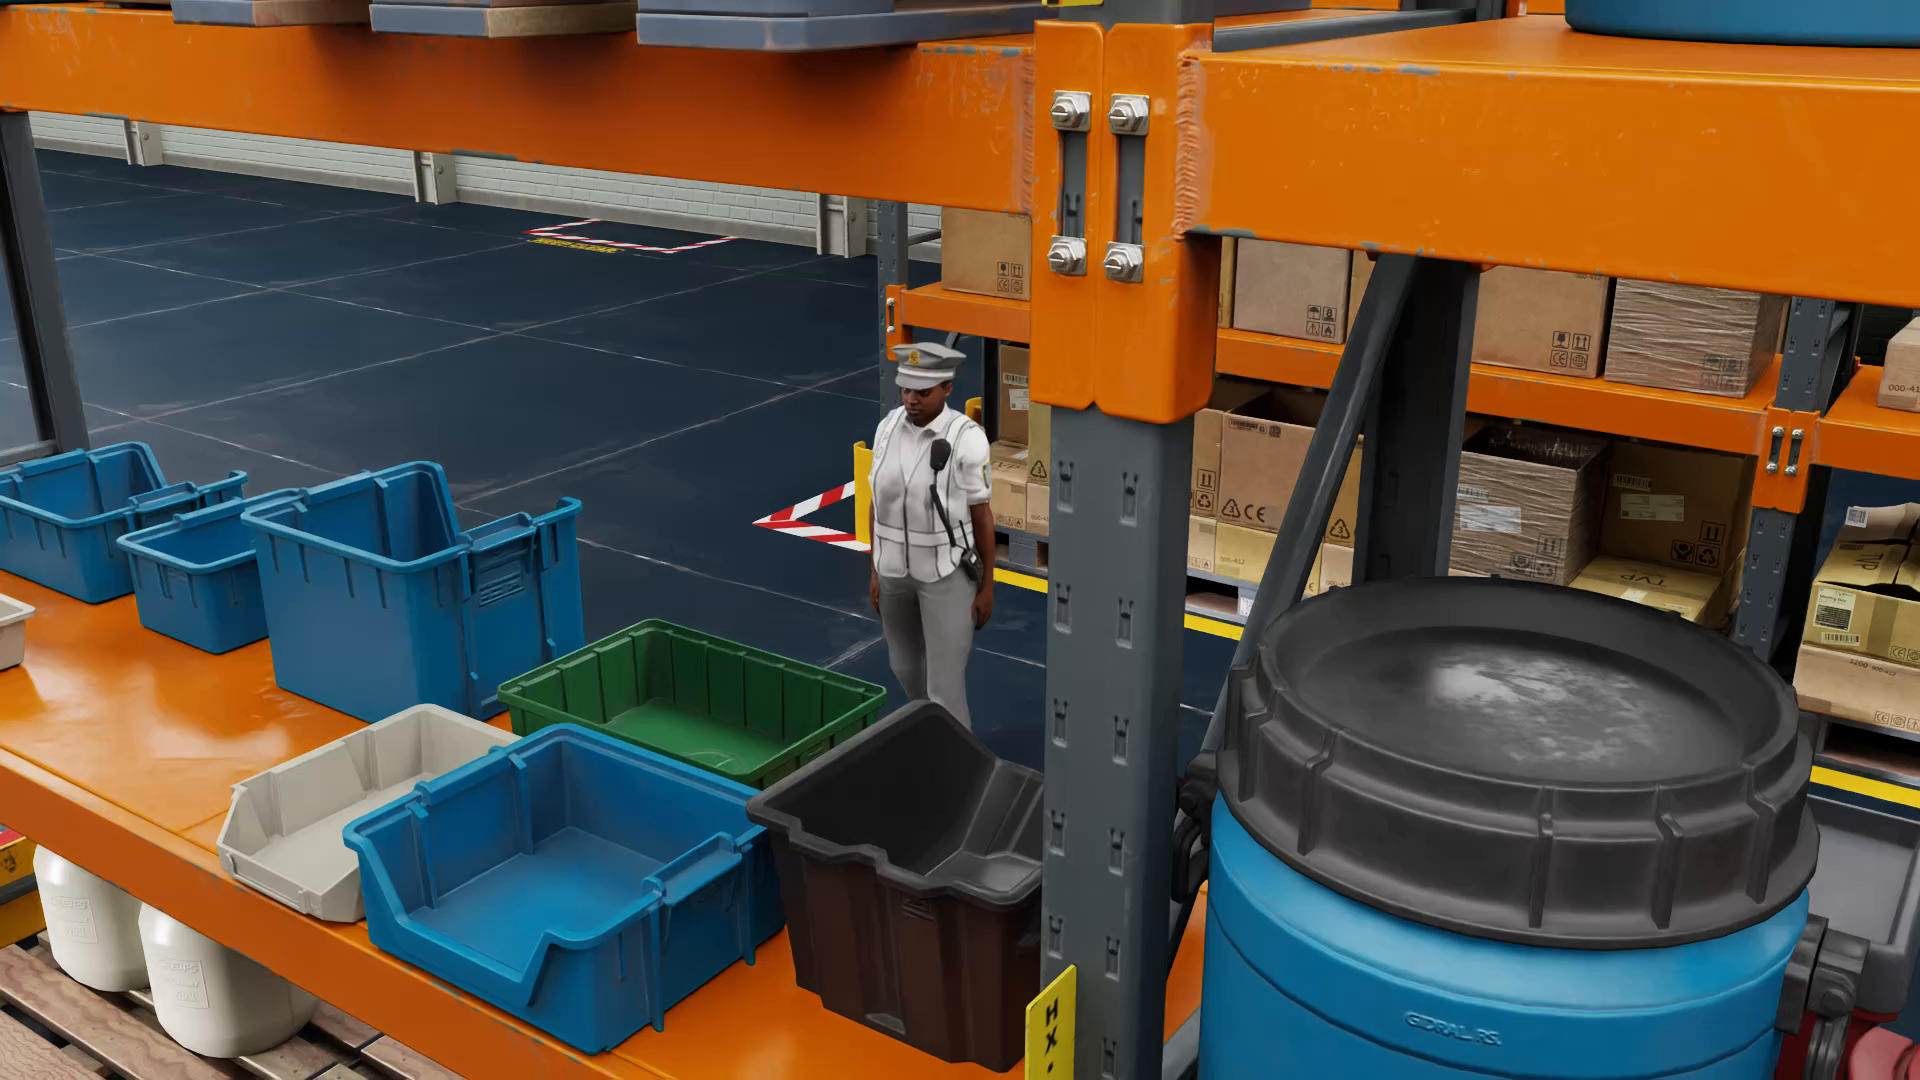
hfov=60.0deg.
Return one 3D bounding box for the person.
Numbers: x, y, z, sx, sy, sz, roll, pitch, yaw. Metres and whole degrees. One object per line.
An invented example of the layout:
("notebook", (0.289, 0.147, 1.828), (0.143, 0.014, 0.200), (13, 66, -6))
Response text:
("person", (-0.119, 0.120, 5.725), (0.488, 1.658, 0.744), (10, 22, 26))
